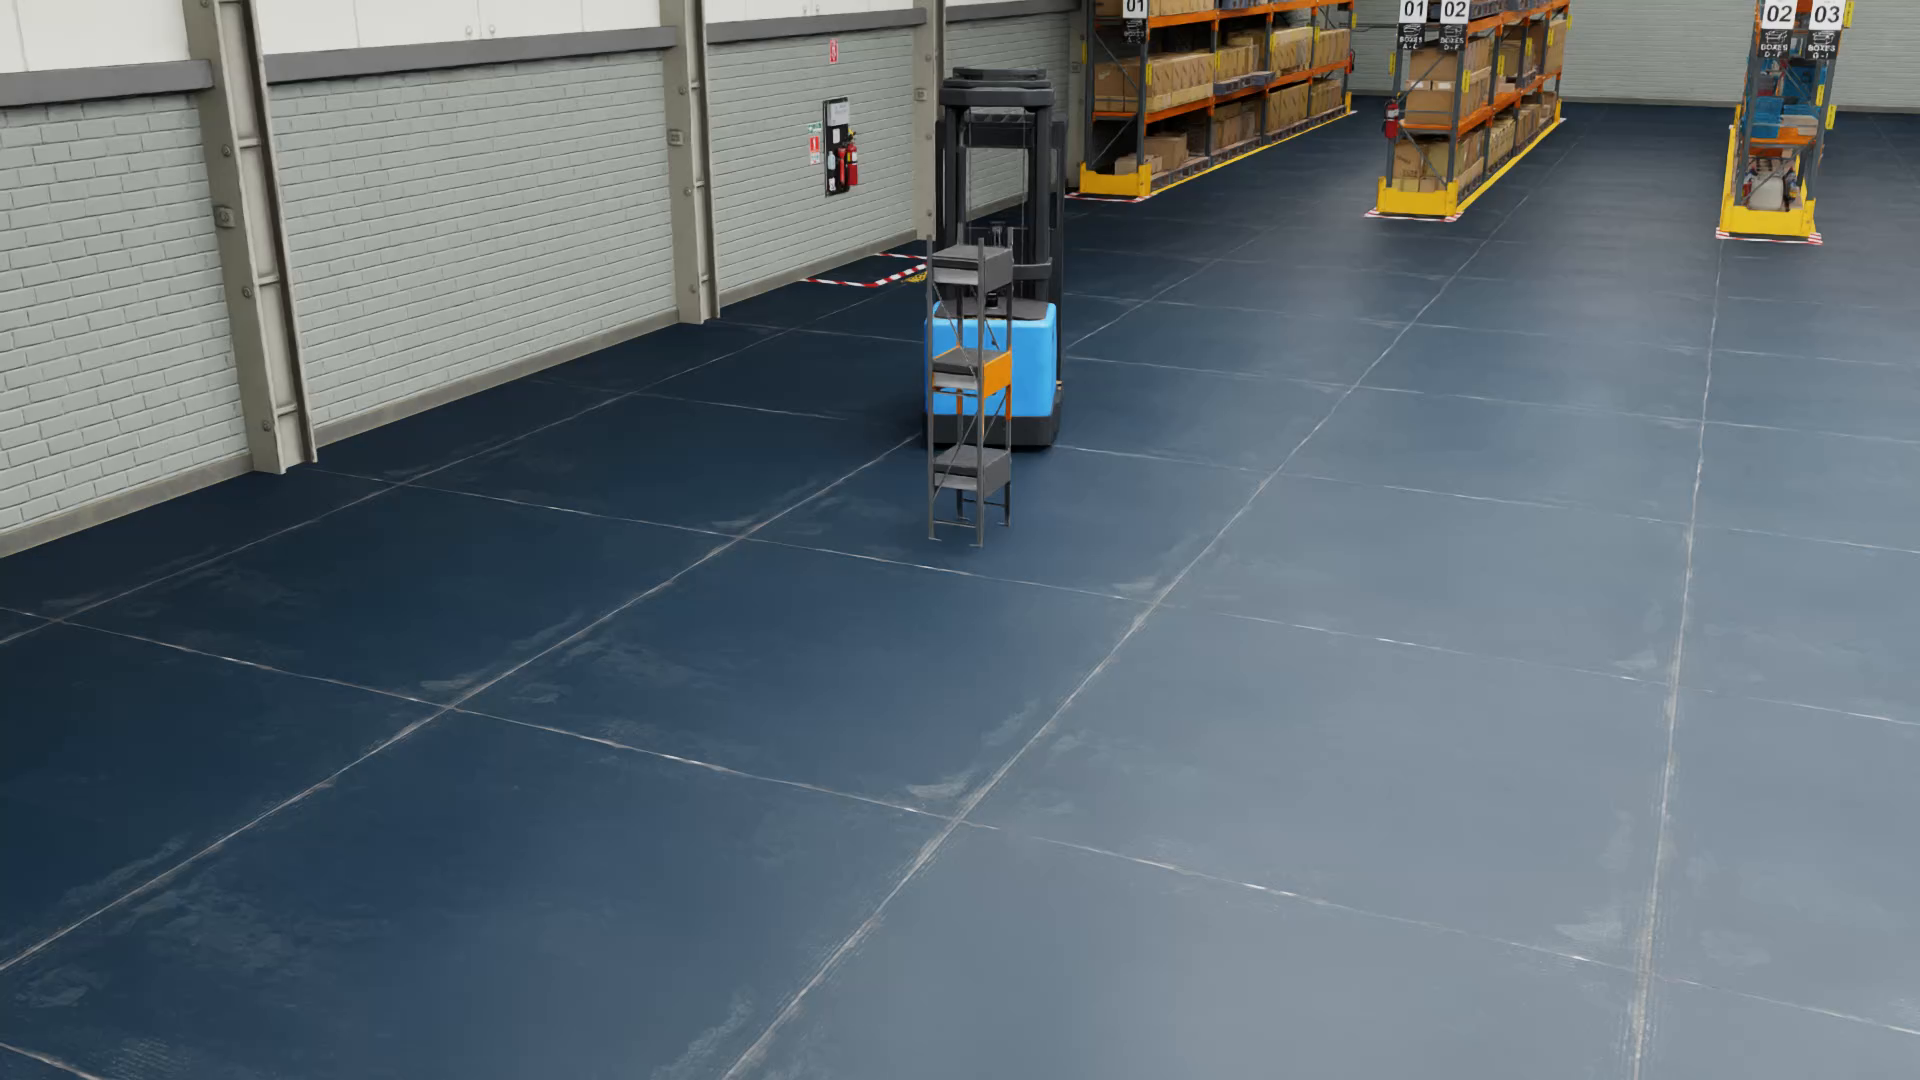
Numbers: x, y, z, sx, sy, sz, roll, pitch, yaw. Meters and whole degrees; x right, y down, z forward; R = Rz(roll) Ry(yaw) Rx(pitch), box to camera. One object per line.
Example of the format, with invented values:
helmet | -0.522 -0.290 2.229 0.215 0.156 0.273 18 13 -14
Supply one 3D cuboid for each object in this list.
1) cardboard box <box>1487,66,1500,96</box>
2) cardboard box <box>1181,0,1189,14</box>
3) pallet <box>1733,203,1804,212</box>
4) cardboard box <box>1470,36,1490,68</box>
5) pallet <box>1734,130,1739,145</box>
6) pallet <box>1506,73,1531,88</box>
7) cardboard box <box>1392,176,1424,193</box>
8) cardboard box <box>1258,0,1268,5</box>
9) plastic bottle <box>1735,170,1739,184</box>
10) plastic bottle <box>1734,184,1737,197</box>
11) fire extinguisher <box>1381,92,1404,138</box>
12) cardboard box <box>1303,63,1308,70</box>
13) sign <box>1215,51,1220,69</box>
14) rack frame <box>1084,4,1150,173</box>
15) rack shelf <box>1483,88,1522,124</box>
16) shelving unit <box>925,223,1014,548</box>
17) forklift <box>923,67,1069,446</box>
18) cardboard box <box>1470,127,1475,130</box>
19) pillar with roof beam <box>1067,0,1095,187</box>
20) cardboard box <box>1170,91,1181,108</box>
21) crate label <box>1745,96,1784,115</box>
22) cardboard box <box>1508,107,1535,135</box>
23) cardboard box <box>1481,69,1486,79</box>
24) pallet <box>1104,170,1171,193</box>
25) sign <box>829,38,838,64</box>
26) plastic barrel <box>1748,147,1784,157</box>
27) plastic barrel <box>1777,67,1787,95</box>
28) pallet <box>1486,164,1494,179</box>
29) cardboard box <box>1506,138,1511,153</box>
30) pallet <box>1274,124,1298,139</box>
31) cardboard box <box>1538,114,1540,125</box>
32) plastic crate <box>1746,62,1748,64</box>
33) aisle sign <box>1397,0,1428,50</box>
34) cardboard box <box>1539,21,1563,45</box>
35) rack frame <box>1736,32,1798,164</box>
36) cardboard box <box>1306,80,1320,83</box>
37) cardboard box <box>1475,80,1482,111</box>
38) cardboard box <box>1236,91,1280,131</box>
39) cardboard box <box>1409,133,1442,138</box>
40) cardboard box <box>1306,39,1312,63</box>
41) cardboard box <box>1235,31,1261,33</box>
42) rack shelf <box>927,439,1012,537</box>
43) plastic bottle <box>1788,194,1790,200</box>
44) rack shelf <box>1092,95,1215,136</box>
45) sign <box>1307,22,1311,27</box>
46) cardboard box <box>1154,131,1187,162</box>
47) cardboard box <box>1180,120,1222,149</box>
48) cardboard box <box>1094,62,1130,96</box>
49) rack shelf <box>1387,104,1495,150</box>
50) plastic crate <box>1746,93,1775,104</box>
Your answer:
cardboard box | 9.669 -8.472 30.666 0.500 0.500 0.500 7 21 20
cardboard box | 3.571 -9.196 28.196 0.500 0.500 0.500 10 22 26
pallet | 11.908 -4.777 24.587 1.003 0.211 1.213 9 21 23
cardboard box | 8.527 -8.239 28.075 0.700 0.500 0.500 9 21 23
pallet | 16.762 -8.399 34.770 1.003 0.211 1.213 9 21 23
pallet | 10.555 -9.067 32.773 1.213 0.211 1.003 9 21 23
cardboard box | 7.015 -5.602 26.220 0.500 0.250 0.500 9 21 23
cardboard box | 5.772 -10.742 32.825 0.500 0.311 0.500 9 21 23
plastic bottle | 12.690 -5.921 27.057 0.097 0.271 0.097 0 20 0
plastic bottle | 11.966 -5.401 25.577 0.061 0.283 0.133 9 22 24
fire extinguisher | 6.593 -6.486 25.345 0.296 0.674 0.183 9 21 23
cardboard box | 7.496 -10.510 36.891 0.380 0.149 0.250 9 21 24
sign | 4.680 -8.732 30.253 0.100 0.325 0.005 9 21 23
rack frame | 2.544 -7.173 27.163 1.000 3.000 0.127 9 21 23
rack shelf | 9.522 -7.990 30.533 1.077 0.370 4.000 9 21 23
shelving unit | 0.068 -1.040 11.259 0.431 2.100 0.503 9 21 23
forklift | 0.362 -2.591 14.381 1.130 2.935 3.031 2 20 5
cardboard box | 9.230 -7.513 30.756 0.500 0.311 0.500 8 21 22
pillar with roof beam | 5.969 -9.742 25.432 9.100 9.000 0.400 9 21 23
cardboard box | 3.447 -7.533 28.369 0.500 0.250 0.500 8 21 22
crate label | 12.090 -6.430 25.021 0.502 0.435 0.616 9 21 23
cardboard box | 11.623 -8.699 34.527 0.500 0.500 0.500 9 21 23
cardboard box | 8.579 -7.802 27.813 0.380 0.149 0.250 8 21 21
pallet | 2.940 -6.126 28.380 1.003 0.211 1.213 9 21 23
sign | -1.556 -6.025 20.474 0.001 0.298 0.199 9 21 23
plastic barrel | 15.043 -7.587 30.937 0.600 0.830 0.708 9 21 23
plastic barrel | 14.945 -8.140 29.678 0.600 0.536 0.708 9 21 23
pallet | 8.969 -6.634 29.809 1.003 0.211 1.213 9 21 23
cardboard box | 10.140 -7.490 31.531 0.500 0.250 0.500 8 21 22
pallet | 6.713 -8.907 36.200 1.003 0.211 1.213 9 21 23
cardboard box | 12.348 -9.202 36.224 0.500 0.311 0.500 9 21 23
plastic crate | 17.526 -10.492 36.799 0.250 0.136 0.298 9 21 23
aisle sign | 6.770 -7.740 24.876 0.394 0.787 0.004 9 21 23
cardboard box | 13.272 -11.417 37.453 0.500 0.500 0.500 9 22 24
rack frame | 14.859 -8.260 30.217 1.000 3.000 0.127 9 21 23
cardboard box | 8.460 -10.997 40.049 0.380 0.149 0.250 9 21 23
cardboard box | 8.317 -7.466 27.837 0.700 0.500 0.500 8 21 22
cardboard box | 6.241 -9.011 34.911 0.750 0.750 0.750 8 21 22
cardboard box | 7.615 -6.416 27.390 0.500 0.500 0.500 9 21 23
cardboard box | 7.499 -10.863 36.914 0.500 0.500 0.500 8 21 22
cardboard box | 5.985 -10.501 34.777 0.500 0.250 0.500 8 21 21
rack shelf | 0.068 -0.368 11.498 0.431 0.518 0.480 9 21 23
plastic bottle | 12.652 -5.246 25.263 0.097 0.201 0.097 0 20 0
rack shelf | 3.363 -7.446 29.002 1.077 0.370 4.000 9 21 23
sign | 8.592 -12.588 40.977 0.100 0.325 0.005 9 21 23
cardboard box | 3.794 -7.103 30.039 0.500 0.500 0.500 7 21 19
cardboard box | 4.634 -7.818 32.049 0.700 0.500 0.500 8 21 22
cardboard box | 2.543 -7.639 27.546 0.500 0.500 0.500 8 21 22
rack shelf | 7.884 -6.767 27.094 1.077 0.370 4.000 9 21 23
plastic crate | 13.676 -7.508 28.420 0.450 0.188 0.662 9 21 23
